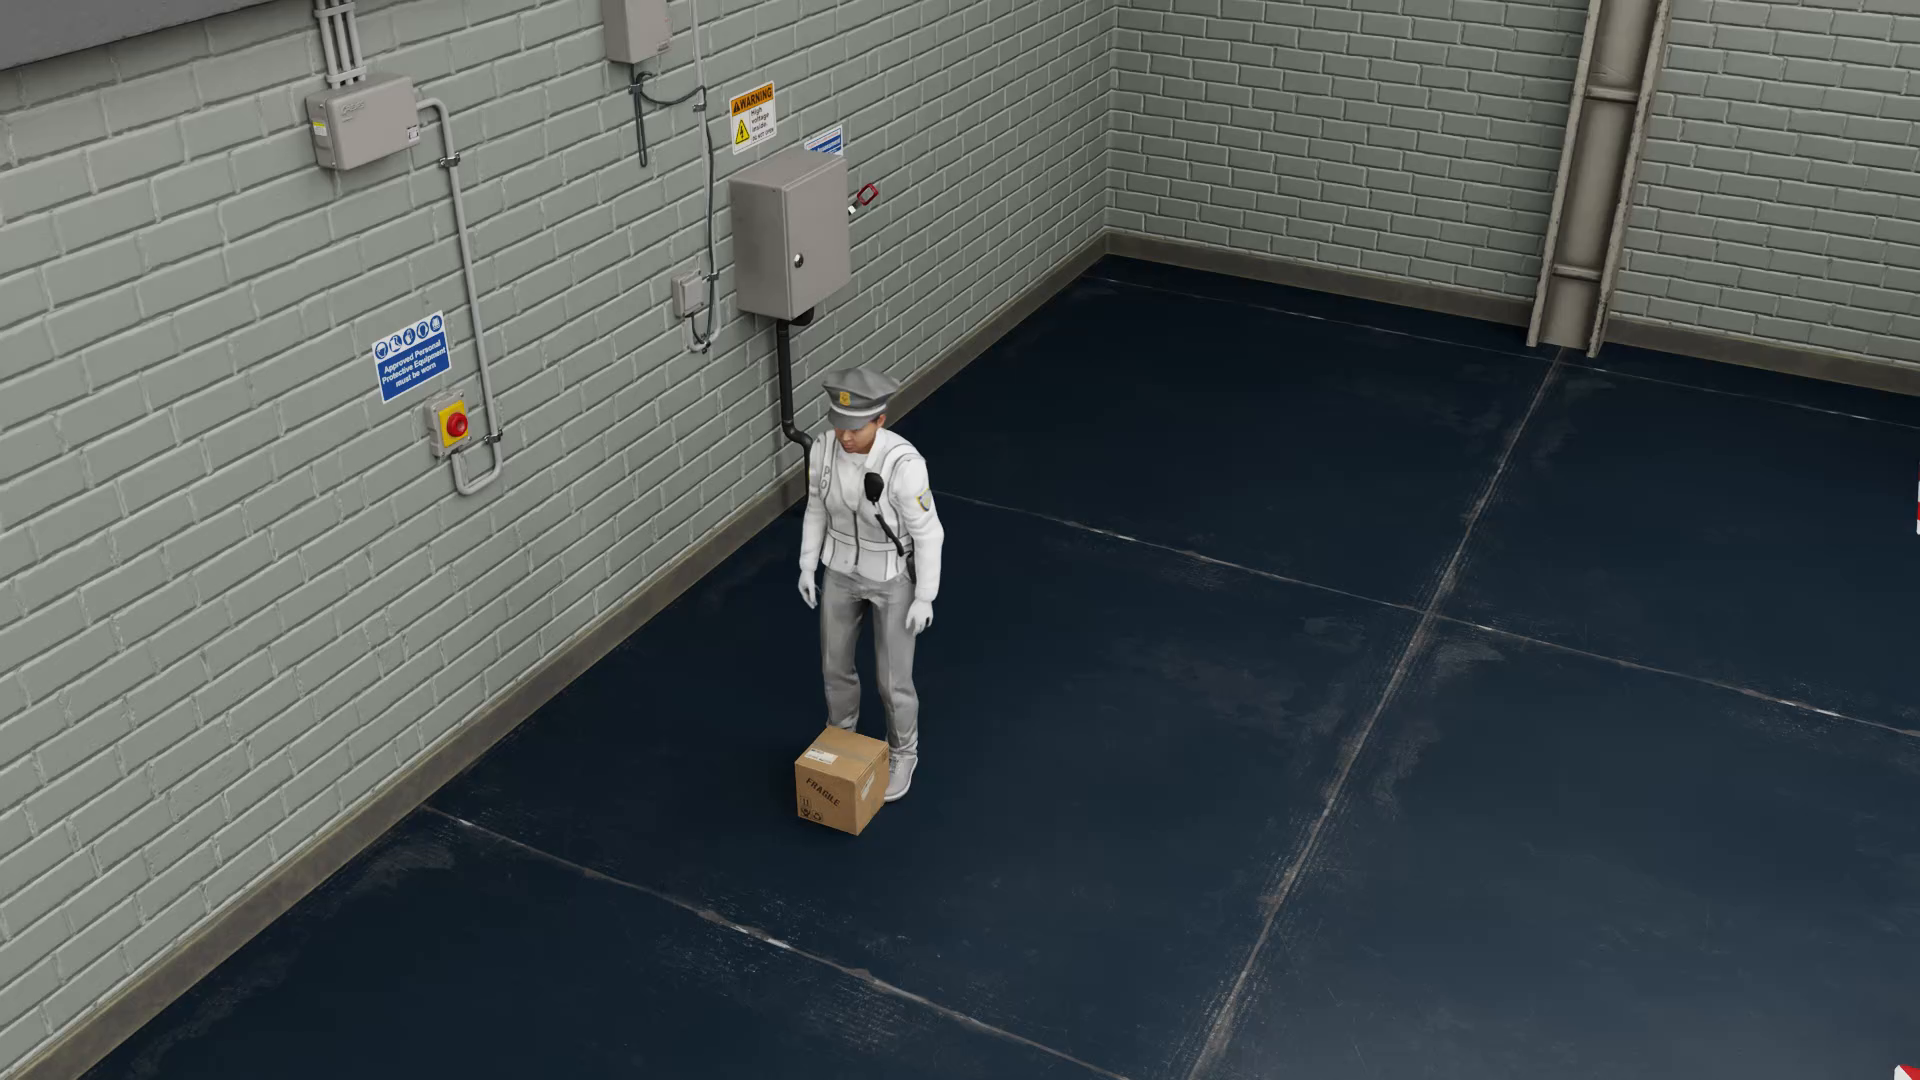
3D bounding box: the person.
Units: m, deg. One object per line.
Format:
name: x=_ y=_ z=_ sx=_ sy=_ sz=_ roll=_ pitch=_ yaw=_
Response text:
person: x=-0.320 y=0.154 z=5.862 sx=0.539 sy=1.663 sz=0.377 roll=14 pitch=33 yaw=22
